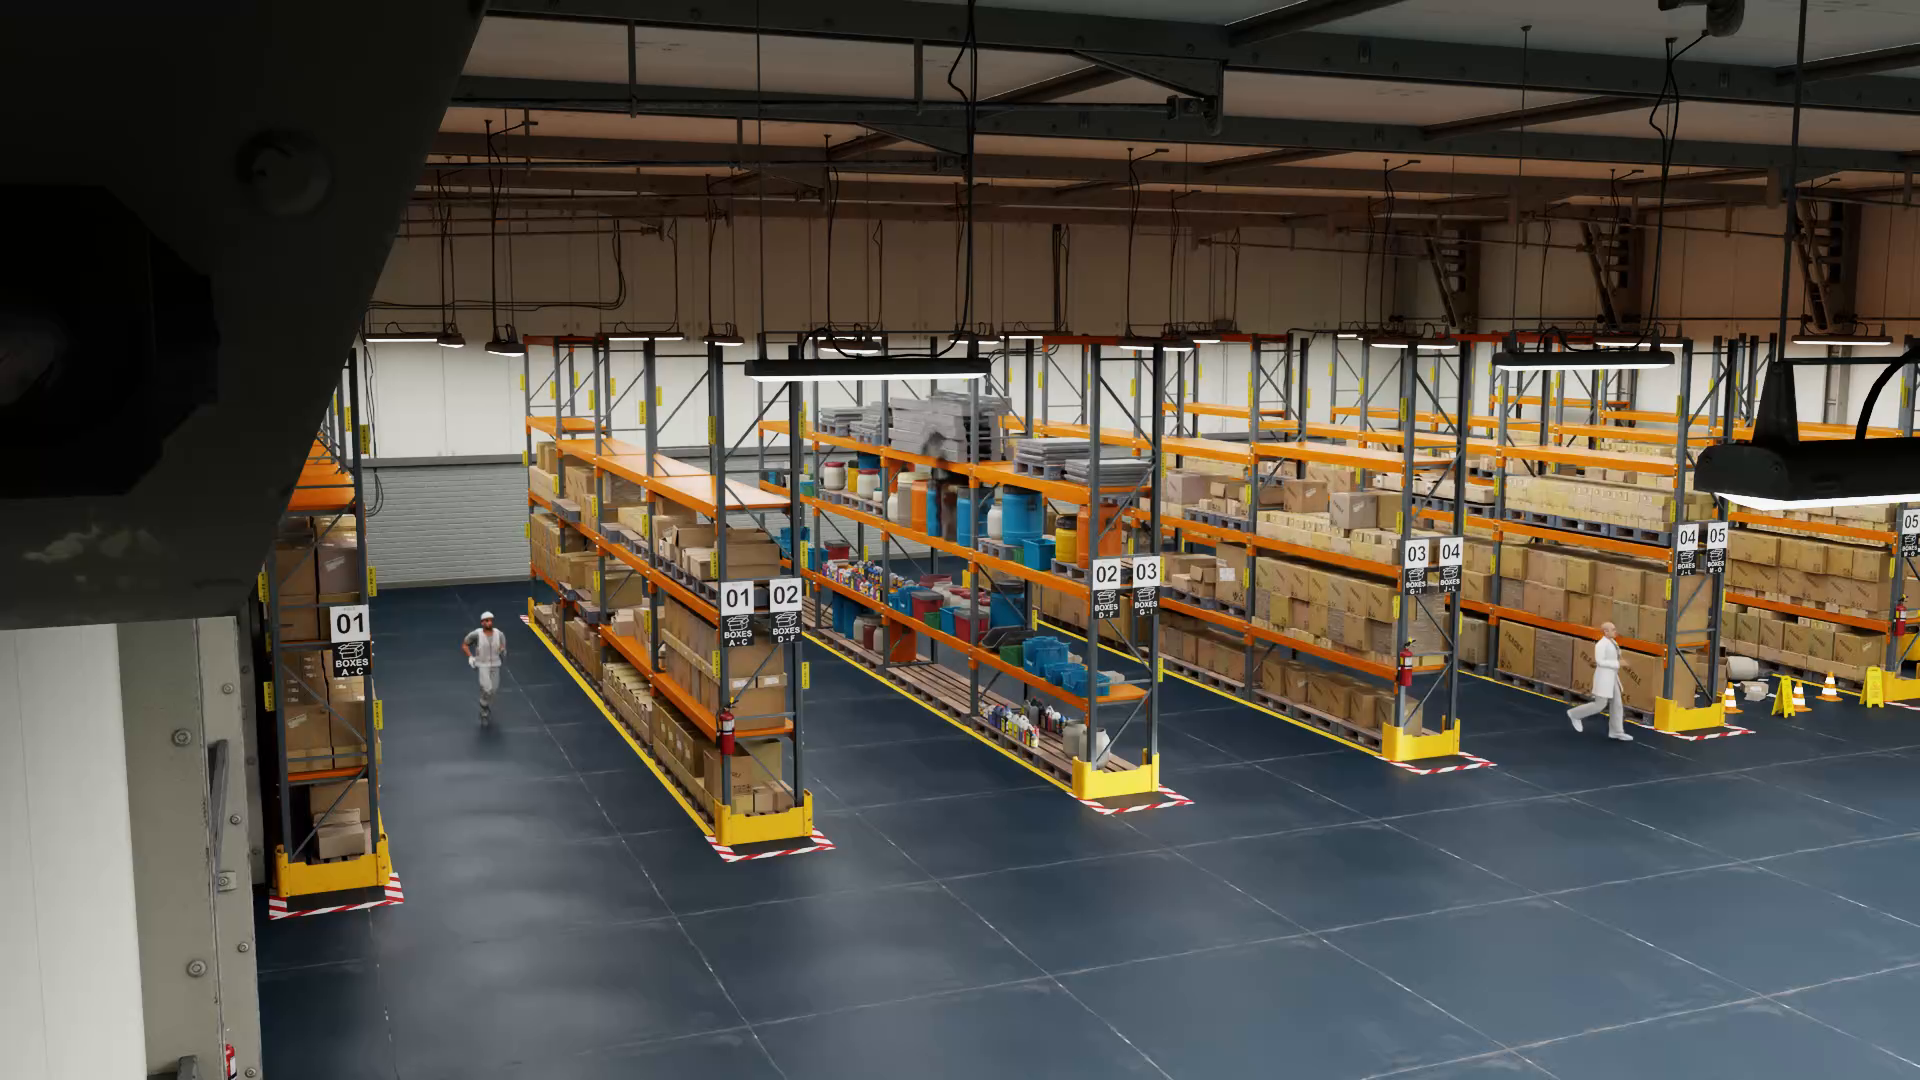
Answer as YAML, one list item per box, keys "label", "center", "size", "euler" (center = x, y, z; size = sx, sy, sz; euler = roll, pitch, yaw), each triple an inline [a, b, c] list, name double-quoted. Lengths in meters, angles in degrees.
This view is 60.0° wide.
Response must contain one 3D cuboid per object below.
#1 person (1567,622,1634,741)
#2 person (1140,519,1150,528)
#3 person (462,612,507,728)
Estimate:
- label: "person"
  center: [9.707, 2.105, 25.095]
  size: [0.985, 1.761, 0.723]
  euler: [7, 10, 41]
- label: "person"
  center: [4.691, 0.005, 41.561]
  size: [0.783, 1.722, 0.691]
  euler: [-2, 8, -13]
- label: "person"
  center: [-7.352, 2.013, 25.937]
  size: [0.632, 1.806, 0.724]
  euler: [-6, 10, -39]
